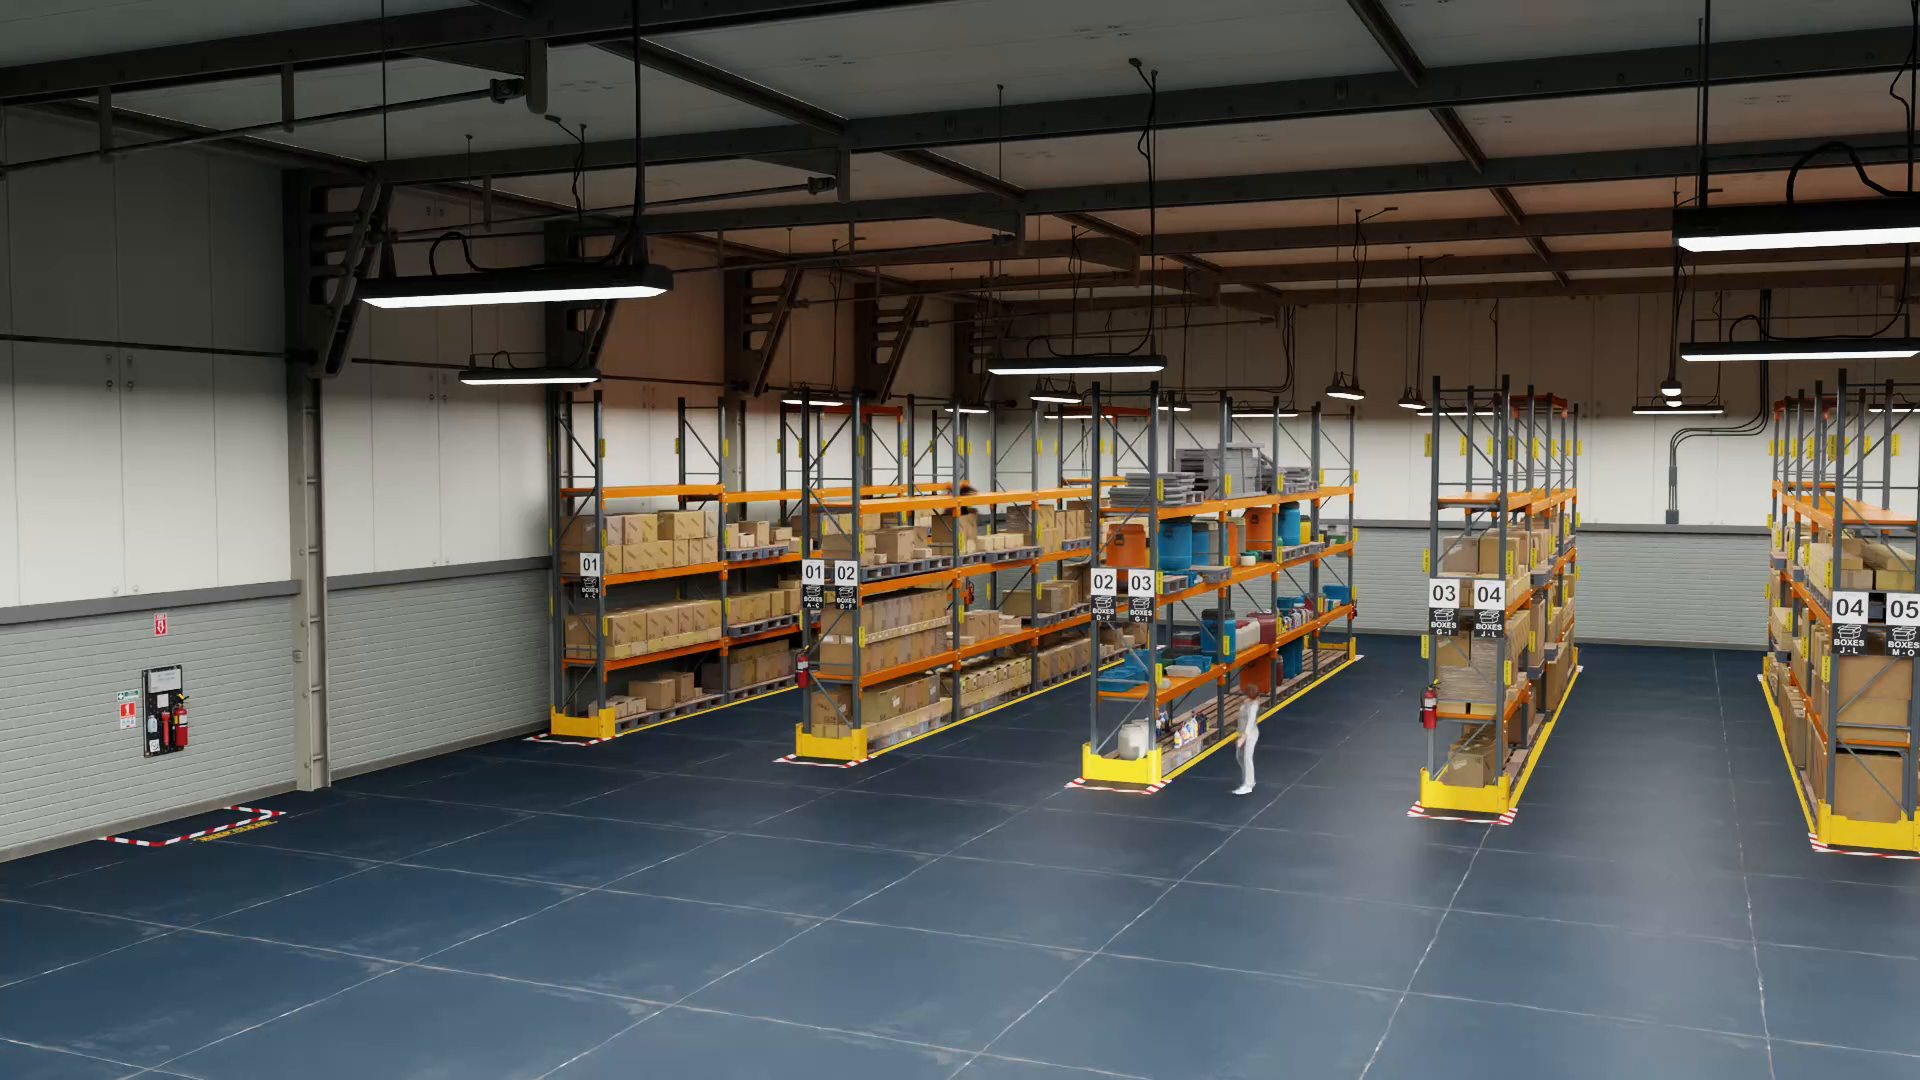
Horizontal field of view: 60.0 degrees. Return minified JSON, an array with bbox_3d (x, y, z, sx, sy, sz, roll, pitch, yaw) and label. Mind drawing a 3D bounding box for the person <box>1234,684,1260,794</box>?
[{"bbox_3d":[4.126,2.882,24.140,0.383,1.624,0.513,-1,3,-12],"label":"person"}]
